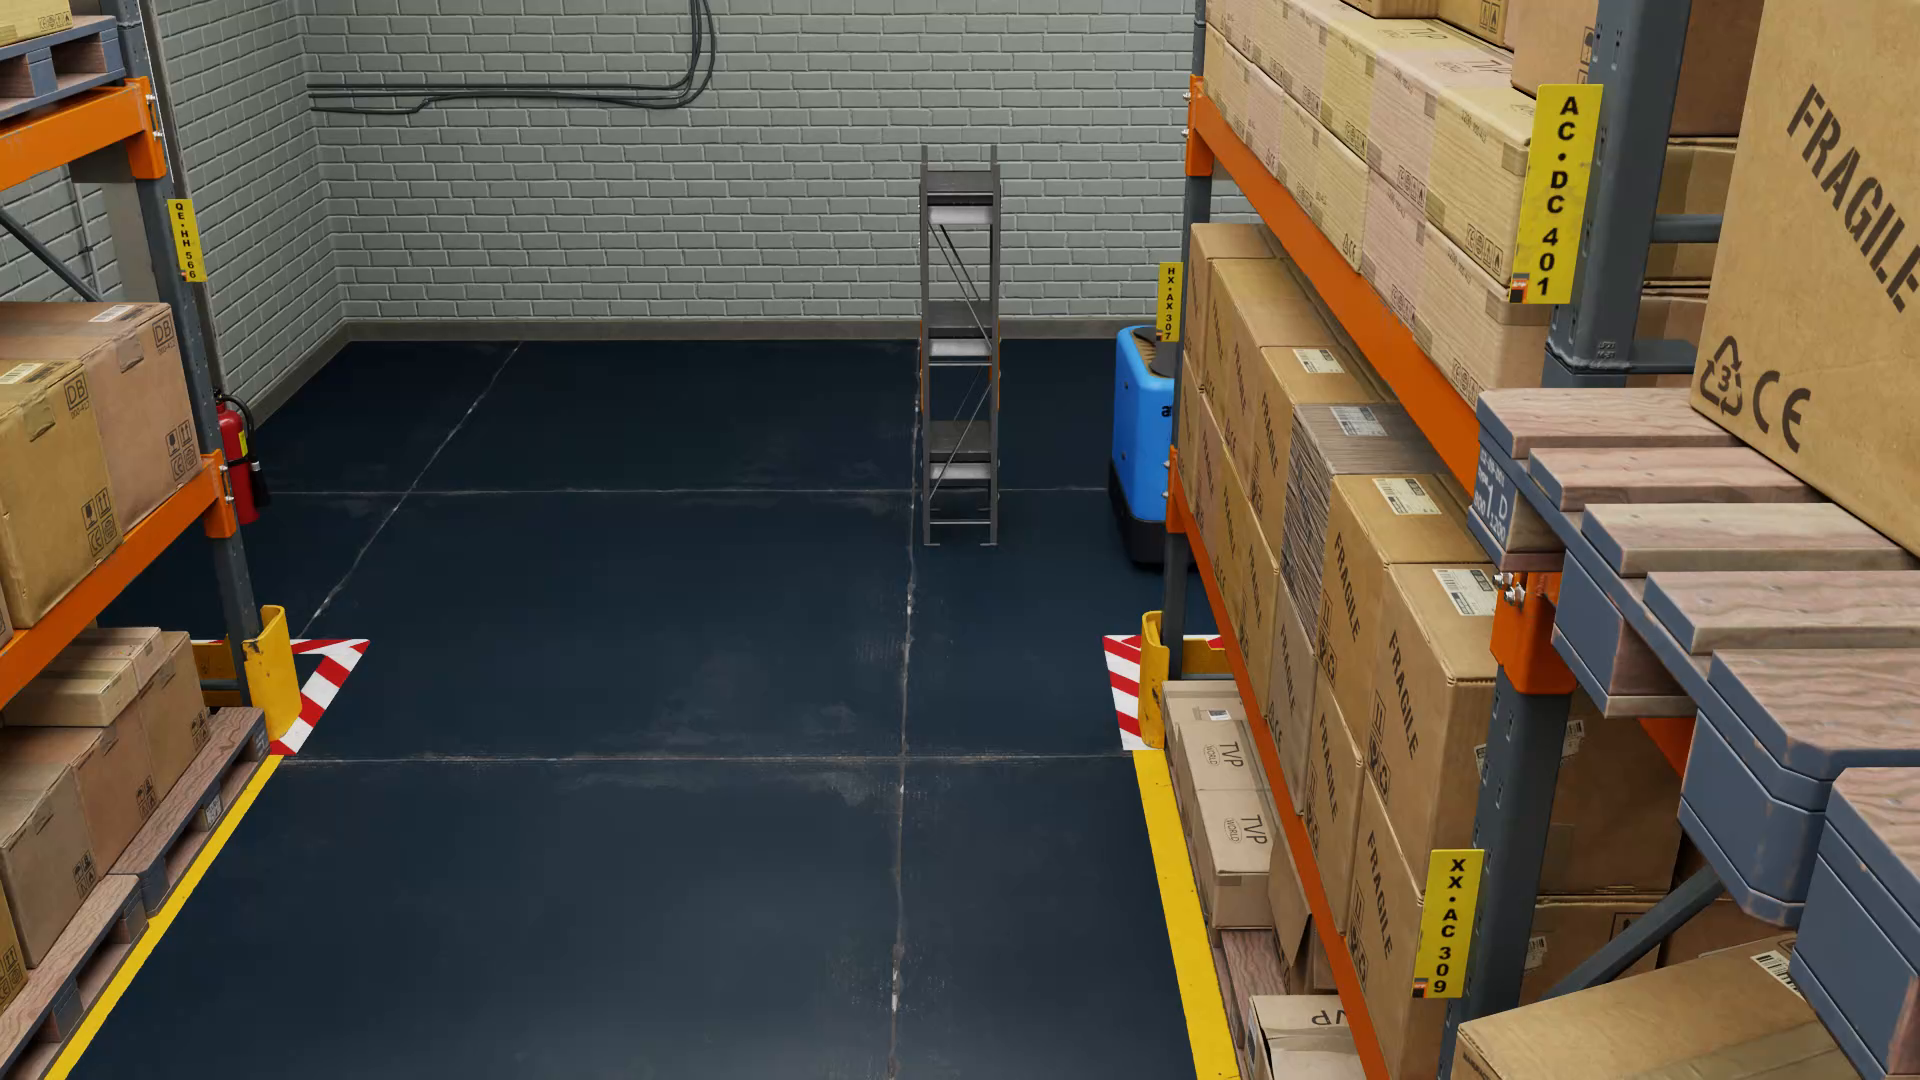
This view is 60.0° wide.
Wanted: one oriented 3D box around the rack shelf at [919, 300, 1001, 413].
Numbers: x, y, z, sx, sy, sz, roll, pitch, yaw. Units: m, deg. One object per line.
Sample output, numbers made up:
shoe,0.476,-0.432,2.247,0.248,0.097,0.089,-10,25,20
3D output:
rack shelf,-0.002,-1.012,8.974,0.431,0.518,0.480,0,24,-1

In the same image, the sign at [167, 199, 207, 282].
sign,-3.025,-1.169,6.503,0.100,0.325,0.005,0,24,-1

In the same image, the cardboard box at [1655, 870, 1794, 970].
cardboard box,1.696,0.831,3.652,0.500,0.500,0.500,0,24,1

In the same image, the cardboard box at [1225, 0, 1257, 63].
cardboard box,1.129,-1.668,5.234,0.500,0.250,0.500,0,24,-1

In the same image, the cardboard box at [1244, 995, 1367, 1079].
cardboard box,1.131,1.569,4.869,0.500,0.311,0.500,0,24,-1

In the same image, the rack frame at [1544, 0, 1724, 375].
rack frame,1.429,-1.646,1.970,1.000,3.000,0.127,0,24,-1

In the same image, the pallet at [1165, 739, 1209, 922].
pallet,1.396,1.070,6.629,1.003,0.211,1.213,0,24,-1

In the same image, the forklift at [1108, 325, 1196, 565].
forklift,2.394,-1.388,8.762,3.031,2.935,1.130,-1,24,-2

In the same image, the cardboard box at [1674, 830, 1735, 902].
cardboard box,1.705,0.391,3.411,0.500,0.500,0.500,0,24,1

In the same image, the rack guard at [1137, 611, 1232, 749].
rack guard,1.386,0.609,7.296,1.175,0.500,0.348,0,24,-1

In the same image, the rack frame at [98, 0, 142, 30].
rack frame,-3.568,-3.271,5.561,1.000,3.000,0.127,0,24,-1

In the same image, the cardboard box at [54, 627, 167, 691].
cardboard box,-3.277,0.455,6.341,0.380,0.149,0.250,-1,24,-1

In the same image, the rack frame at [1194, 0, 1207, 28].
rack frame,1.385,-3.294,5.614,1.000,3.000,0.127,0,24,-1

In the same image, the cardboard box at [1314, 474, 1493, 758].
cardboard box,1.156,0.168,3.904,0.500,0.500,0.500,-1,24,-2

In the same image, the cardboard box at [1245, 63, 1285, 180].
cardboard box,1.136,-1.234,4.881,0.500,0.250,0.500,0,24,-1

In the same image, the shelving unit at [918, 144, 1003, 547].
shelving unit,-0.002,-1.025,8.968,0.431,2.100,0.503,0,24,-1

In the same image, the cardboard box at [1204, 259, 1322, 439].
cardboard box,1.140,-0.663,5.740,0.500,0.500,0.500,0,24,0

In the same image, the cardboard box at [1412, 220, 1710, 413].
cardboard box,1.157,-0.410,3.059,0.500,0.250,0.500,0,24,-1

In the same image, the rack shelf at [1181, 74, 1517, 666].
rack shelf,1.407,-0.776,4.558,1.077,0.370,4.000,0,24,-1

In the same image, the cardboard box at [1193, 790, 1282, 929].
cardboard box,1.118,1.129,5.917,0.500,0.250,0.500,0,24,-1

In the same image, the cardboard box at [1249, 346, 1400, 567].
cardboard box,1.147,-0.247,4.822,0.500,0.500,0.500,0,24,-1

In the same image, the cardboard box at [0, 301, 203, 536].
cardboard box,-3.553,-0.464,6.271,0.980,0.700,0.700,1,24,2

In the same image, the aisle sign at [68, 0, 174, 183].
aisle sign,-3.269,-1.753,6.330,0.394,0.787,0.004,0,24,-1

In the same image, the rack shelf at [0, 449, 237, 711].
rack shelf,-3.546,0.615,5.124,1.077,0.370,4.000,0,24,-1

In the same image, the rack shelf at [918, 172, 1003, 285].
rack shelf,-0.002,-1.650,8.685,0.431,0.518,0.480,0,24,-1

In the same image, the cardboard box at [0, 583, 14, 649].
cardboard box,-3.534,0.150,4.914,0.980,0.700,0.700,-1,24,-3

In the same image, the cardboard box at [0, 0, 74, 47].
cardboard box,-3.295,-1.772,5.439,0.500,0.250,0.500,0,24,1

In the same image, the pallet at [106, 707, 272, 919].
pallet,-3.481,1.063,6.645,1.003,0.211,1.213,0,24,-1

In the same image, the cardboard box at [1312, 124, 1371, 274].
cardboard box,1.149,-0.822,3.970,0.500,0.250,0.500,0,24,-1

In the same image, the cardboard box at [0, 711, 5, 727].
cardboard box,-3.656,0.561,6.106,0.380,0.149,0.250,0,24,0

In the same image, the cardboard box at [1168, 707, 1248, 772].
cardboard box,1.049,0.807,6.731,0.380,0.166,0.250,0,24,-1

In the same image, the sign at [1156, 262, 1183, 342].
sign,0.843,-0.953,6.666,0.100,0.325,0.005,0,24,-1

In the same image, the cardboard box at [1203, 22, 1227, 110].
cardboard box,1.136,-1.646,5.792,0.500,0.250,0.500,0,24,-1

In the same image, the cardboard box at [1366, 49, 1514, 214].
cardboard box,1.150,-0.844,3.412,0.500,0.250,0.500,0,24,-1

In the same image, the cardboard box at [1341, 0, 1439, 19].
cardboard box,1.352,-1.599,4.170,0.700,0.500,0.500,0,24,-1

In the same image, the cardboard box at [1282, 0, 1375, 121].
cardboard box,1.142,-1.256,4.323,0.500,0.250,0.500,0,24,-1

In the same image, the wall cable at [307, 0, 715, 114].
wall cable,-3.273,-4.188,11.358,3.097,2.526,0.112,0,24,-1

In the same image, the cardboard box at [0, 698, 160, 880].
cardboard box,-3.455,0.905,6.134,0.700,0.500,0.500,0,24,-1

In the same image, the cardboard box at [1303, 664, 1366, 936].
cardboard box,1.160,0.625,4.108,0.500,0.500,0.500,0,24,1

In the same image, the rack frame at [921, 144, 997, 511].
rack frame,-0.004,-1.125,9.190,0.400,2.100,0.015,0,24,-1

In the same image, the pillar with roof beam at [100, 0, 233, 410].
pillar with roof beam,-0.158,-4.399,8.055,9.100,9.000,0.400,0,24,-1

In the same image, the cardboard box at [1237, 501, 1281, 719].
cardboard box,1.144,0.203,5.040,0.500,0.500,0.500,0,24,0

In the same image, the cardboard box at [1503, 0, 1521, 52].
cardboard box,1.522,-1.187,3.261,0.700,0.500,0.500,0,24,-1

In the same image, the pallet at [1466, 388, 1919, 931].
pallet,1.366,0.075,2.032,1.213,0.211,1.003,0,24,-1

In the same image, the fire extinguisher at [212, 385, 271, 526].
fire extinguisher,-3.108,-0.396,7.032,0.296,0.674,0.183,0,24,-1

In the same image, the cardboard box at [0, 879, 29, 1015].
cardboard box,-3.436,1.332,5.190,0.700,0.500,0.500,0,24,1

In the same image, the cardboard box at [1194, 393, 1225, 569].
cardboard box,1.137,-0.210,5.953,0.500,0.500,0.500,0,24,-1
